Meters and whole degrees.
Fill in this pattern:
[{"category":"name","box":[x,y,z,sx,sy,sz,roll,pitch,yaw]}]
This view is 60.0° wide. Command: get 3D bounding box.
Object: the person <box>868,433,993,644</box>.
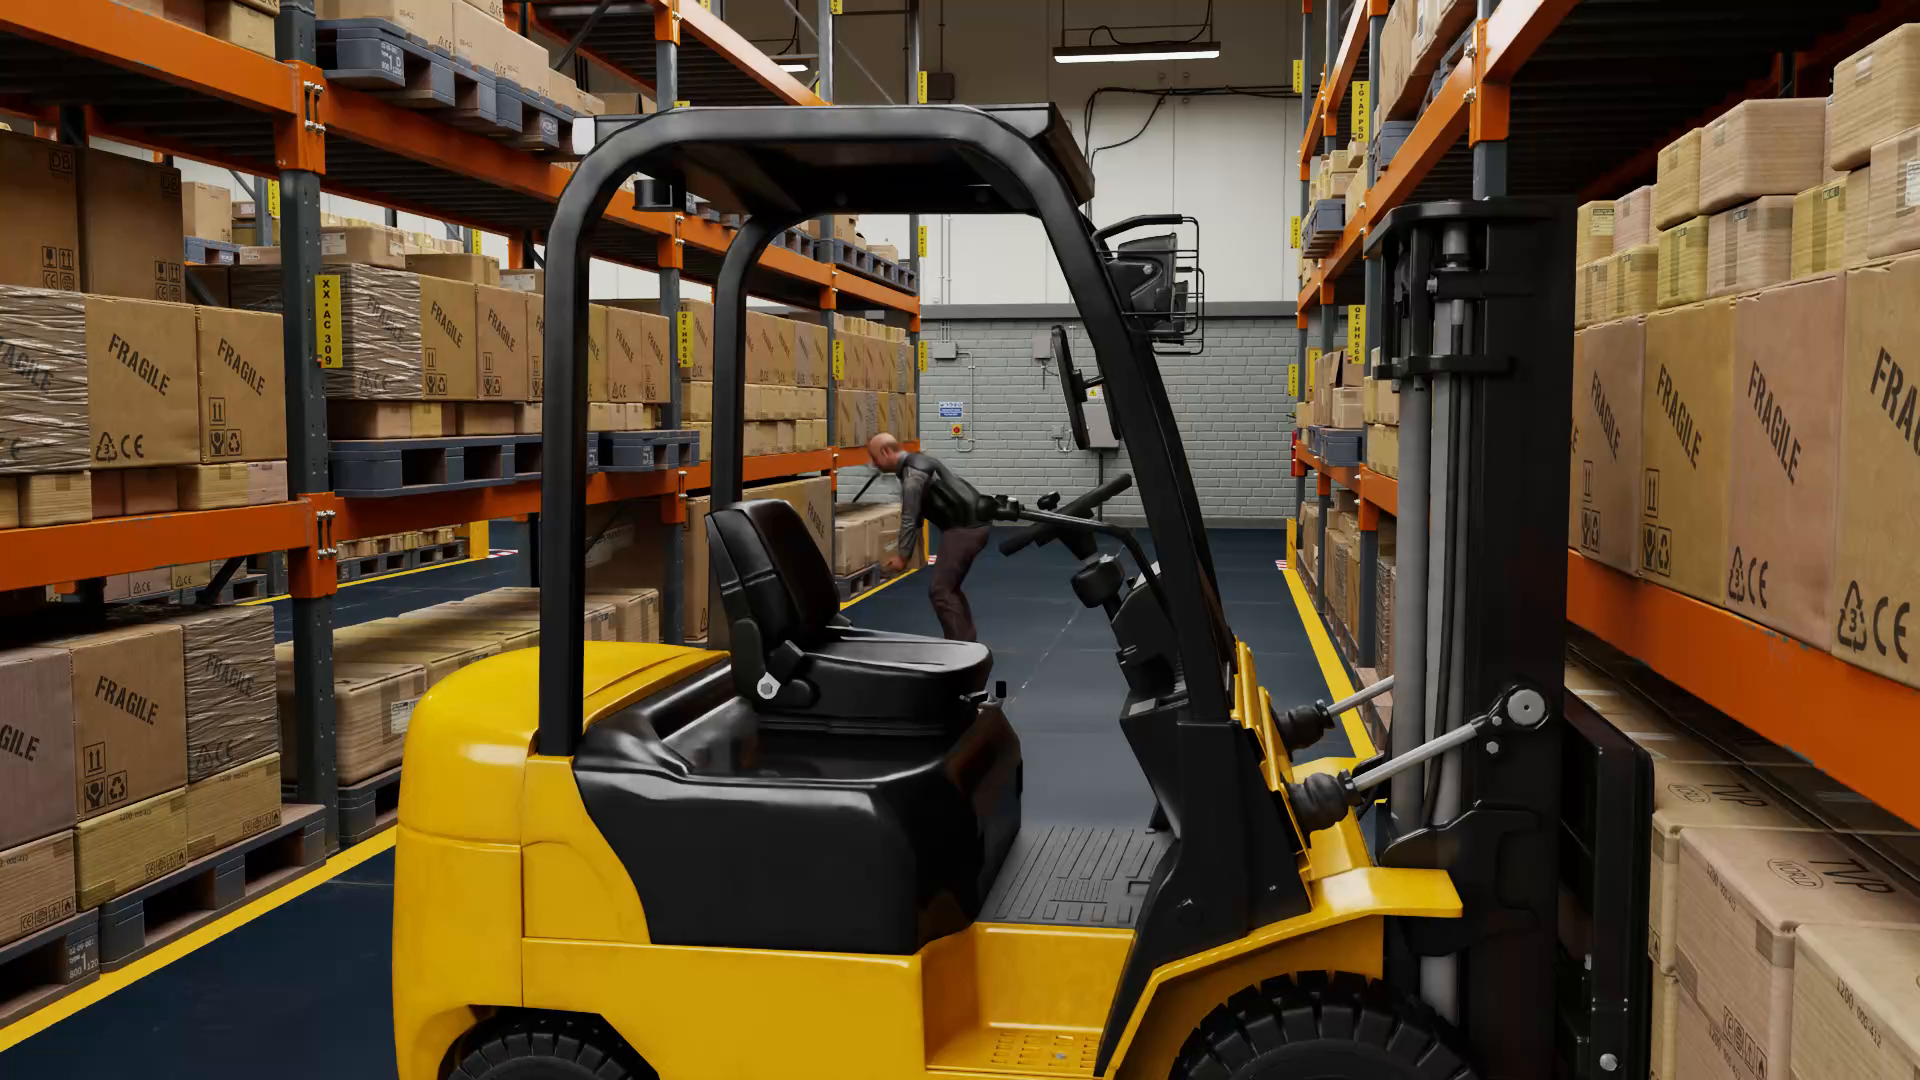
[{"category":"person","box":[-0.193,0.055,10.678,0.797,1.480,0.470,1,4,7]}]
